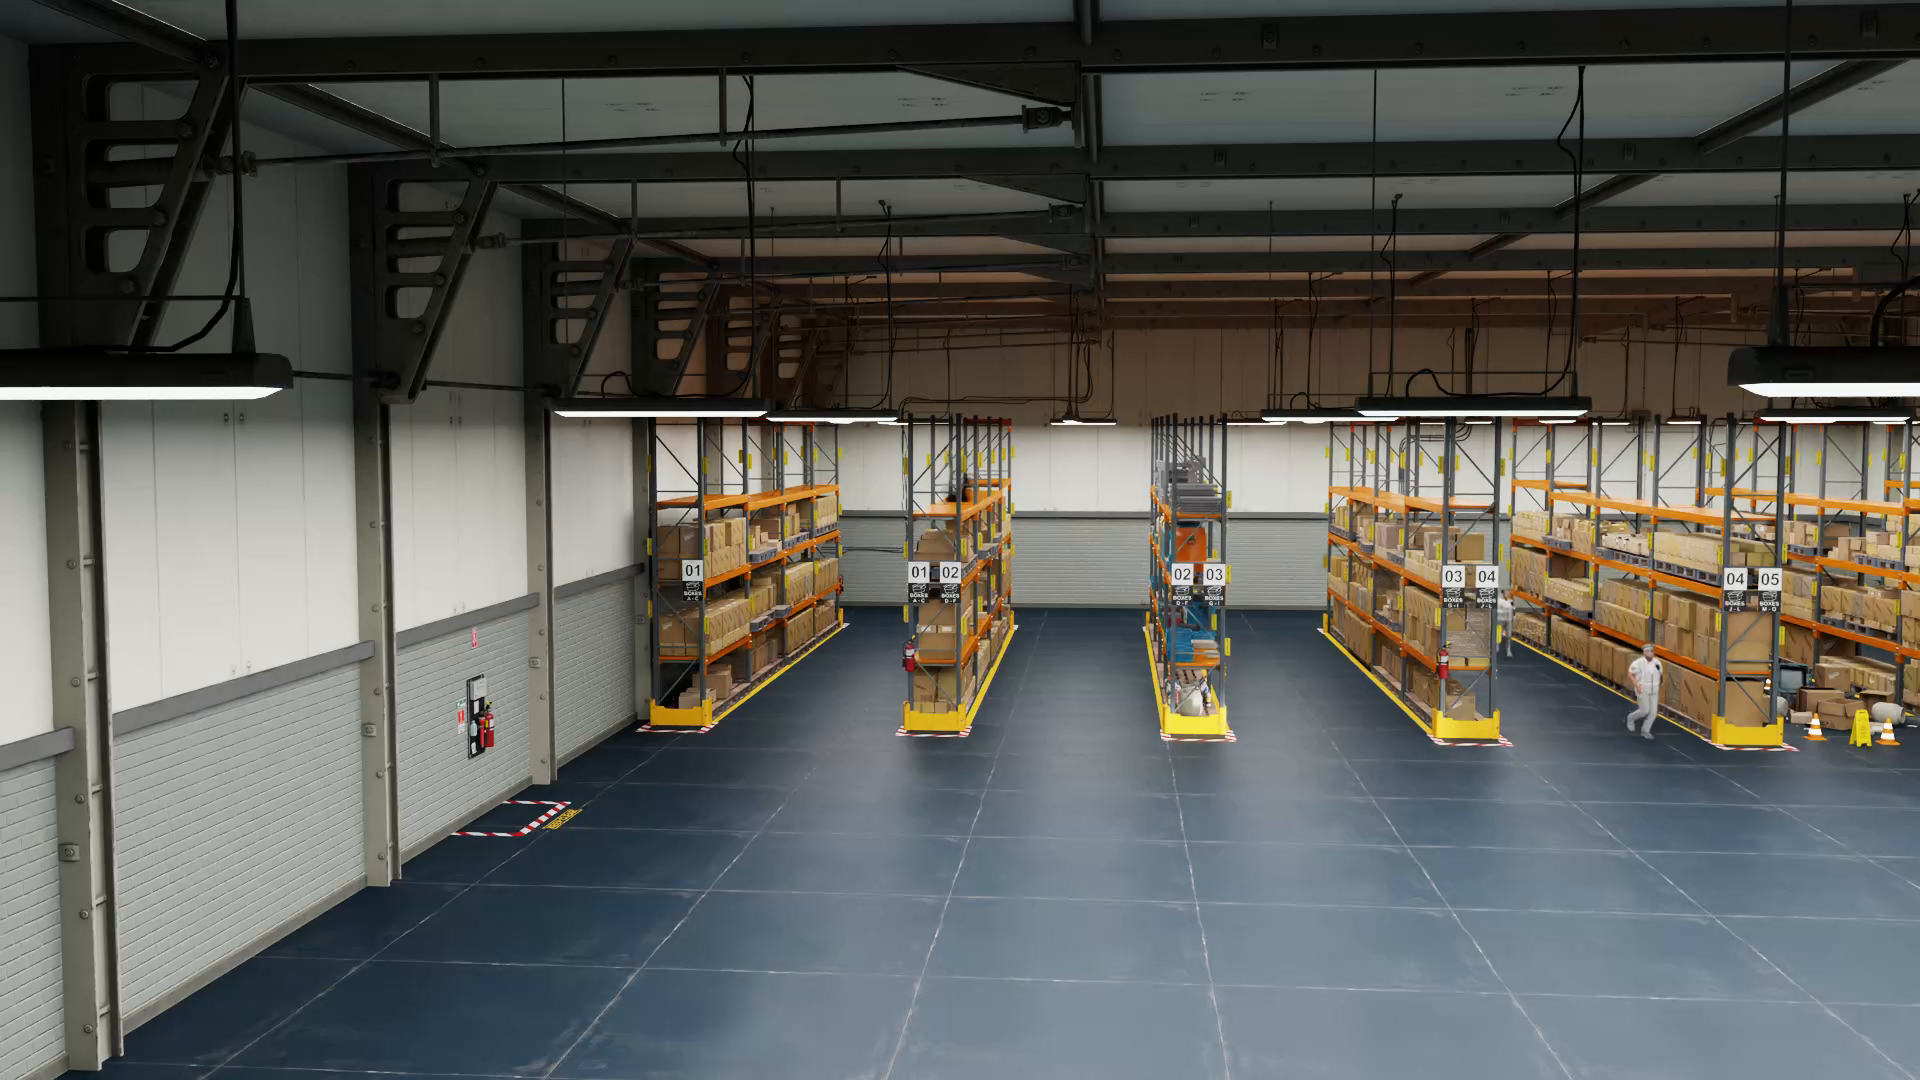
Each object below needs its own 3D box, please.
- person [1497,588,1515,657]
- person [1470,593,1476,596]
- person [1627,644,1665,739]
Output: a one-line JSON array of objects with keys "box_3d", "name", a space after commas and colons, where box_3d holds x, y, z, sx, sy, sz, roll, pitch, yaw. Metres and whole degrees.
[{"box_3d": [13.692, 2.043, 41.804, 0.631, 1.687, 0.899, 0, 4, -2], "name": "person"}, {"box_3d": [14.372, 1.790, 46.795, 0.536, 1.580, 0.666, -2, 4, -21], "name": "person"}, {"box_3d": [12.742, 2.784, 30.824, 0.653, 1.758, 0.647, 0, 4, -7], "name": "person"}]
